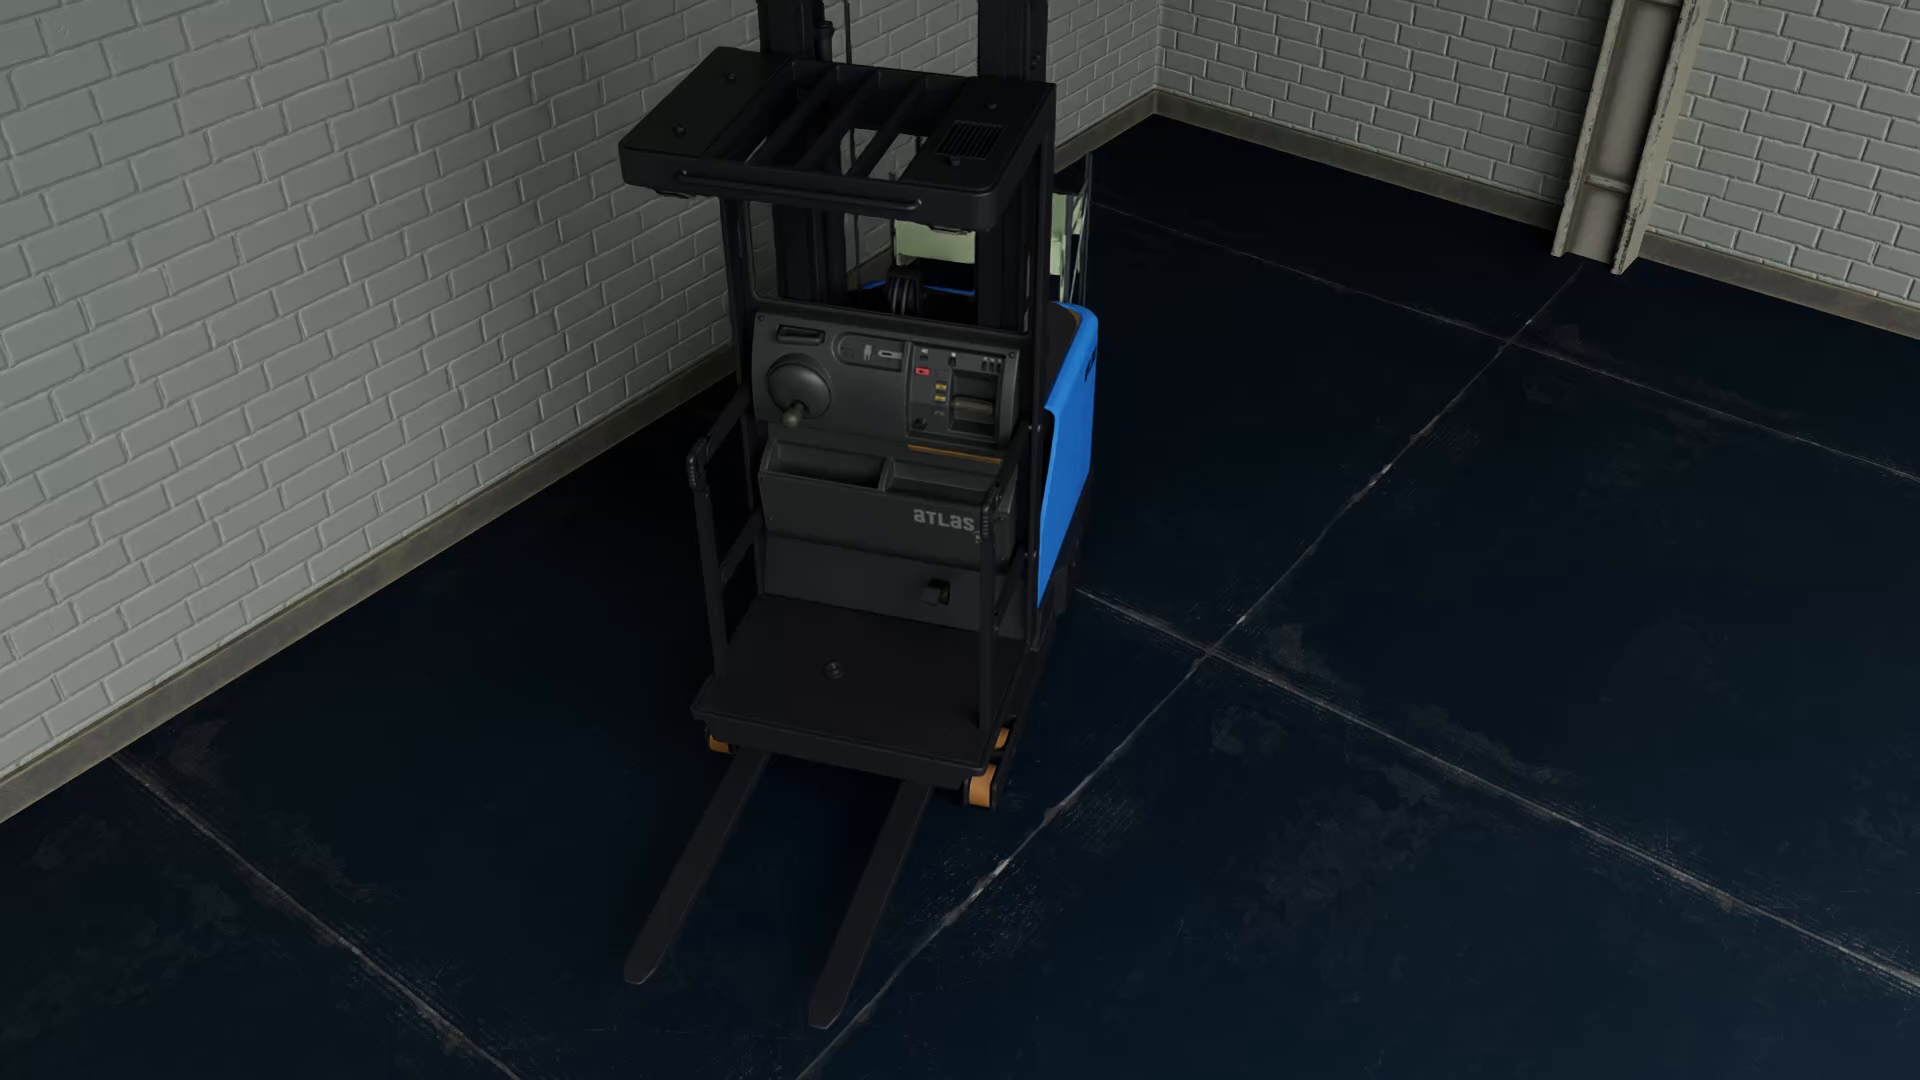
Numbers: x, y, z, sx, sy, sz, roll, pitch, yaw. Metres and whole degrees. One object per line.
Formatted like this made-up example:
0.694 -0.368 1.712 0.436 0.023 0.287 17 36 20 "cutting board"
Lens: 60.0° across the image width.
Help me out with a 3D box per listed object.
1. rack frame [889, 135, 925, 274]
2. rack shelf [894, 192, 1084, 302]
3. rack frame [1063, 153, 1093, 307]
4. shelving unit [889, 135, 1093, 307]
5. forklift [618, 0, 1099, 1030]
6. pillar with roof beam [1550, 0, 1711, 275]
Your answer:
-0.222 -1.007 7.319 0.023 1.500 0.400 10 39 12 "rack frame"
0.131 -1.253 7.001 0.720 0.370 0.431 10 39 12 "rack shelf"
0.483 -0.885 7.164 0.023 1.500 0.400 10 39 12 "rack frame"
0.131 -0.946 7.242 0.755 1.500 0.431 10 39 12 "shelving unit"
-0.315 -0.459 5.459 1.130 2.935 3.031 10 39 12 "forklift"
0.931 -3.033 3.825 0.400 9.000 9.100 25 45 29 "pillar with roof beam"
